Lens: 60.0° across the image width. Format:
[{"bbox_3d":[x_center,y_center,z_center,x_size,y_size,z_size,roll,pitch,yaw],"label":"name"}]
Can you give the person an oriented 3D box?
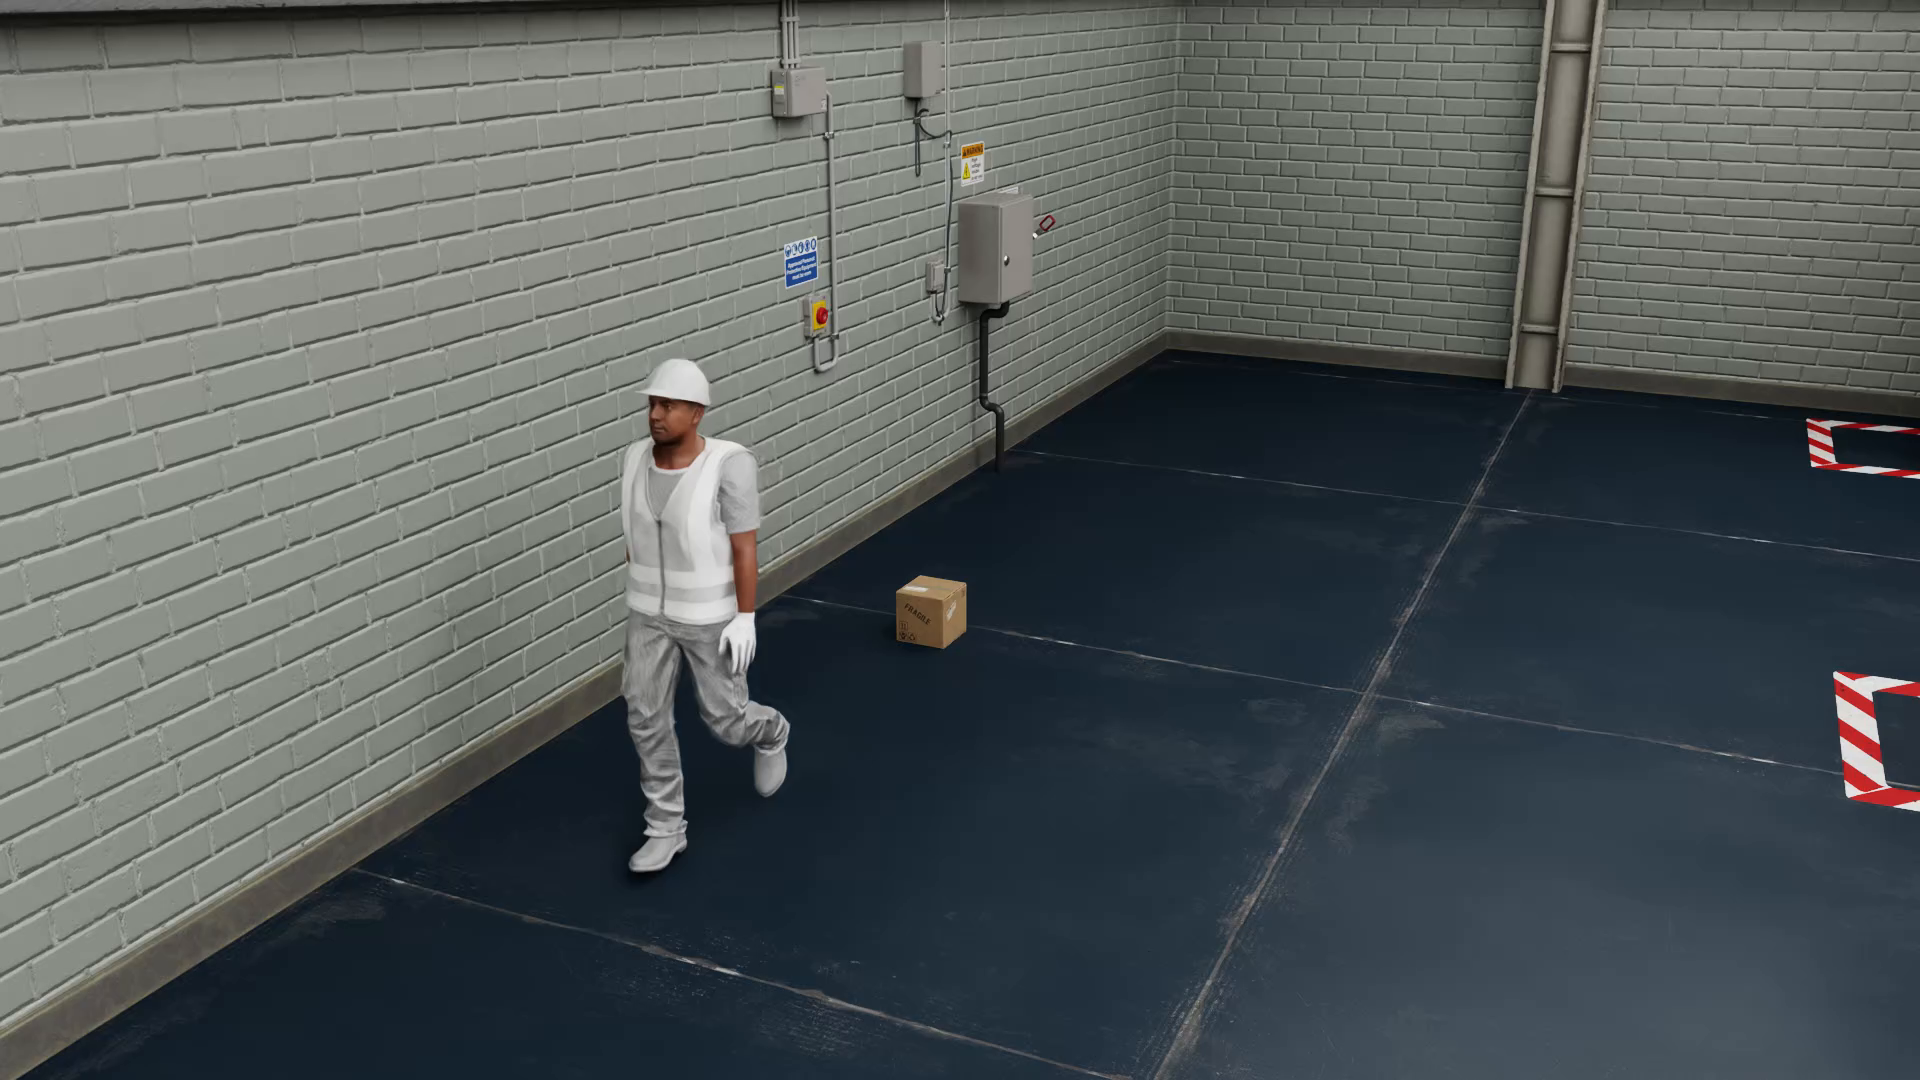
[{"bbox_3d":[-0.923,0.233,5.799,0.556,1.761,0.813,7,20,19],"label":"person"}]
